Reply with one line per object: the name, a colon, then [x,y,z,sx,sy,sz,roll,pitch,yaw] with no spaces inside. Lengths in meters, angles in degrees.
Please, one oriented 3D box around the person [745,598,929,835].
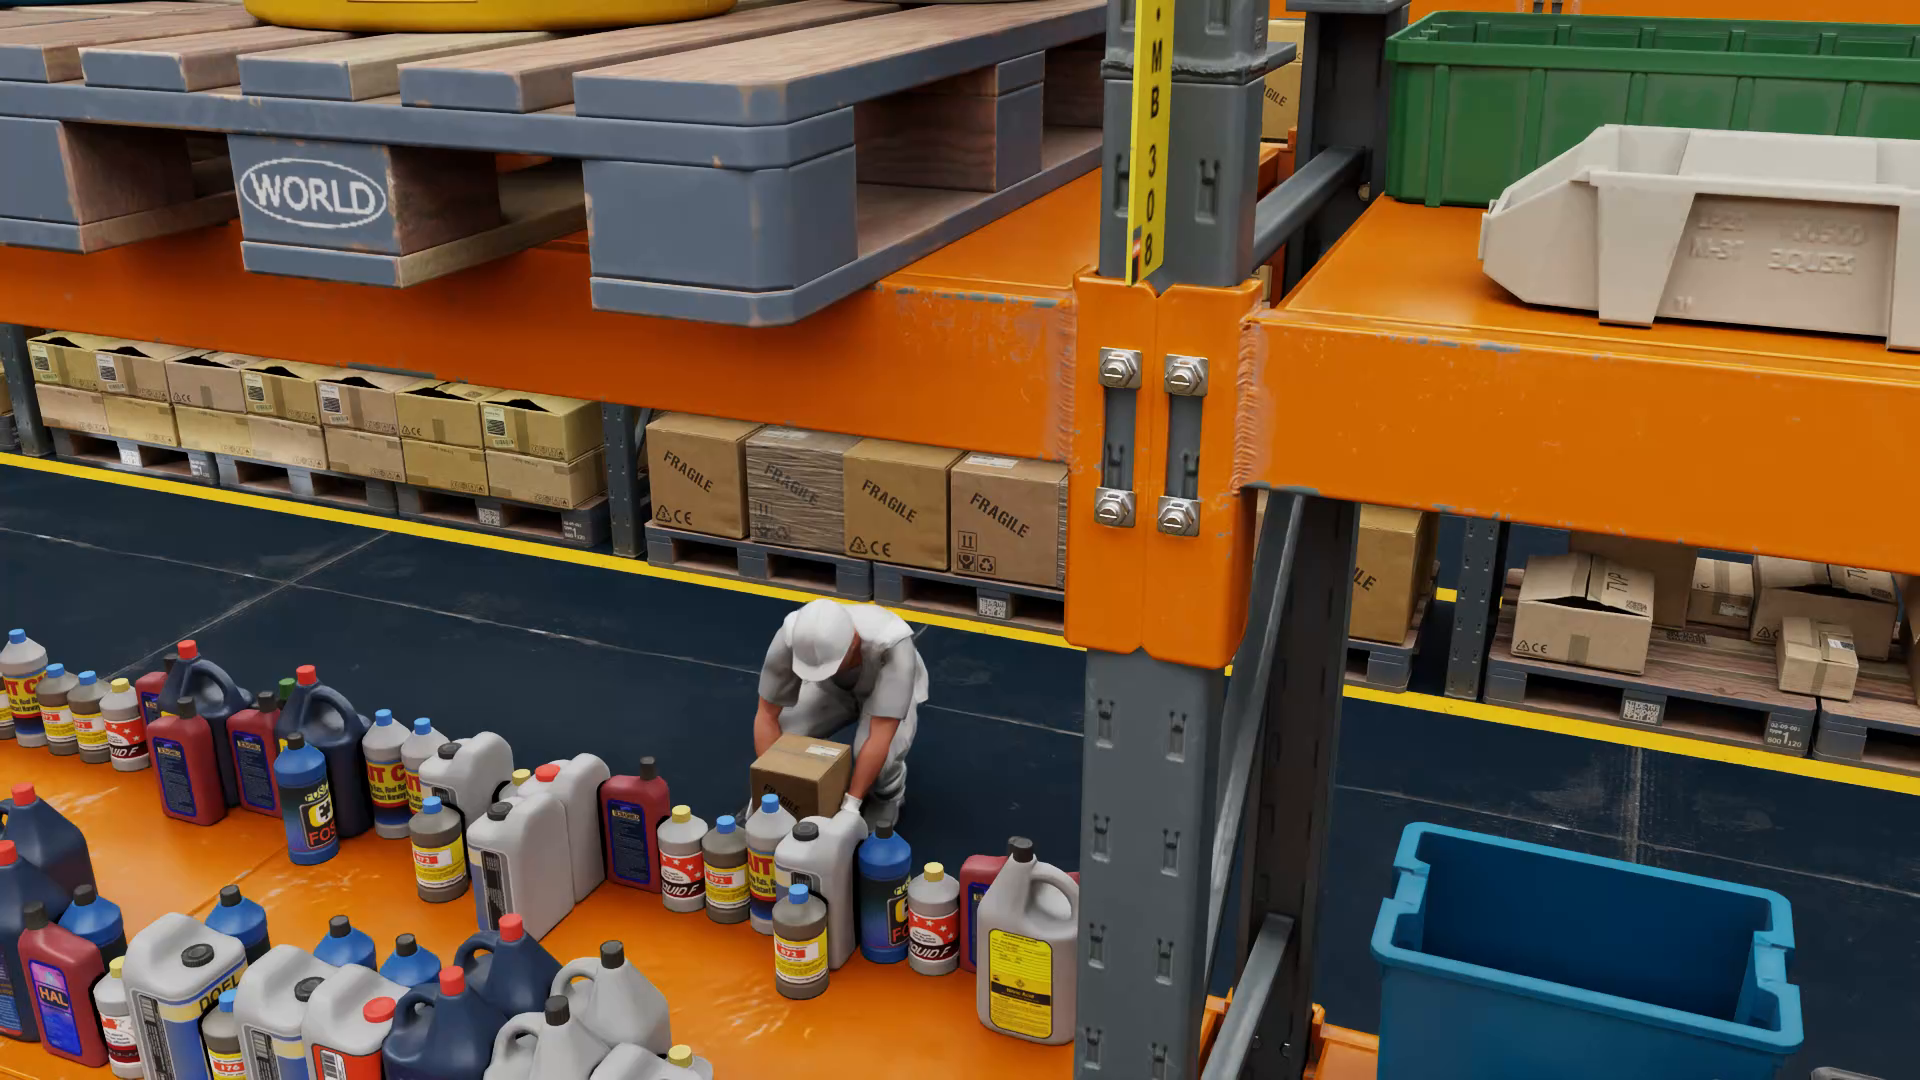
person: [-0.387,0.560,5.747,0.562,0.993,0.865,9,24,20]
